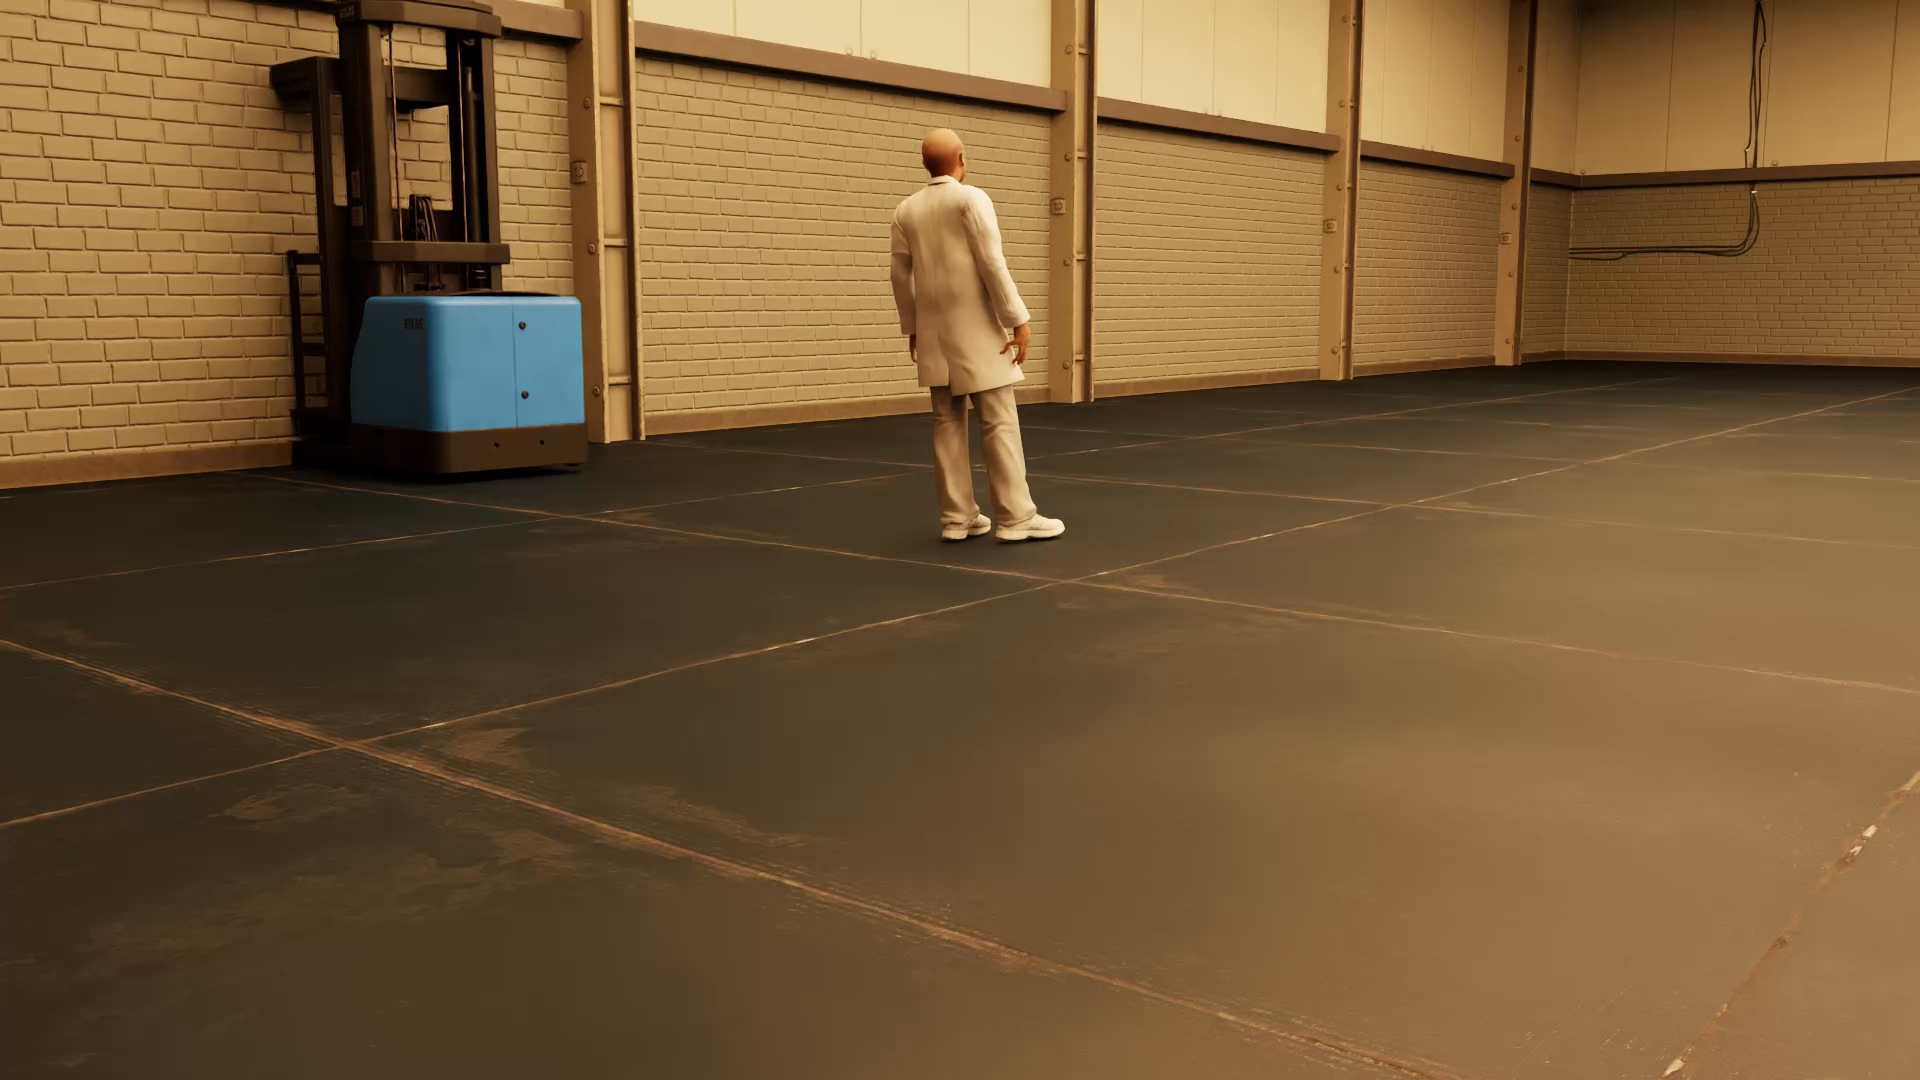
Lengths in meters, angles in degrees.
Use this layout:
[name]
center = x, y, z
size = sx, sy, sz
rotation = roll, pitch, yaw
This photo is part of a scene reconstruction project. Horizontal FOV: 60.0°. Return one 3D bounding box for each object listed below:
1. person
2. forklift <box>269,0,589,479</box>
[person]
center = 0.060, -0.897, 7.343
size = 0.698, 1.778, 0.578
rotation = 7, 11, 38
[forklift]
center = -3.687, -1.959, 10.667
size = 3.031, 2.935, 1.130
rotation = 8, 12, 44
